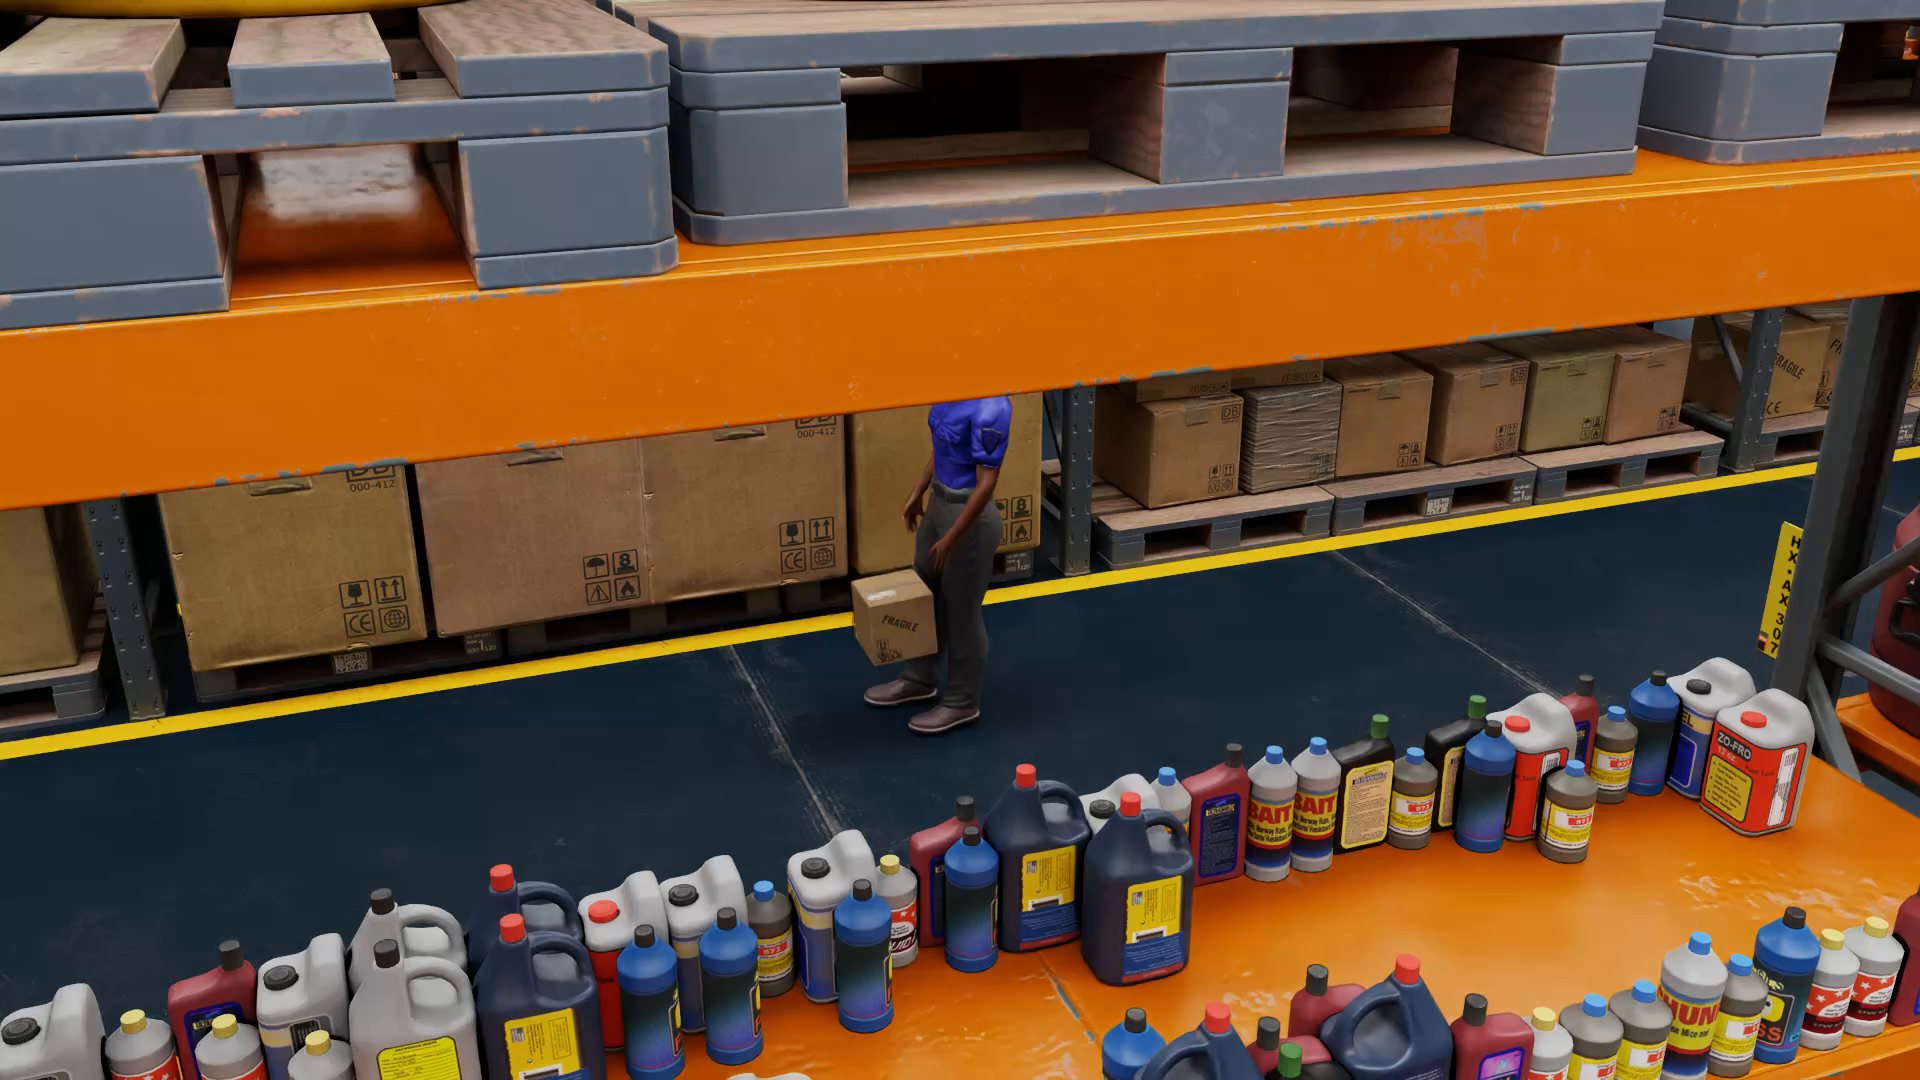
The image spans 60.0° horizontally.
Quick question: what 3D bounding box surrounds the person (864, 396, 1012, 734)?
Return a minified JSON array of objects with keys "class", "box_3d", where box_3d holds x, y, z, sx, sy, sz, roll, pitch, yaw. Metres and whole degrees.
[{"class":"person","box_3d":[-0.078,-0.060,6.225,0.502,1.654,0.547,-7,24,-16]}]
